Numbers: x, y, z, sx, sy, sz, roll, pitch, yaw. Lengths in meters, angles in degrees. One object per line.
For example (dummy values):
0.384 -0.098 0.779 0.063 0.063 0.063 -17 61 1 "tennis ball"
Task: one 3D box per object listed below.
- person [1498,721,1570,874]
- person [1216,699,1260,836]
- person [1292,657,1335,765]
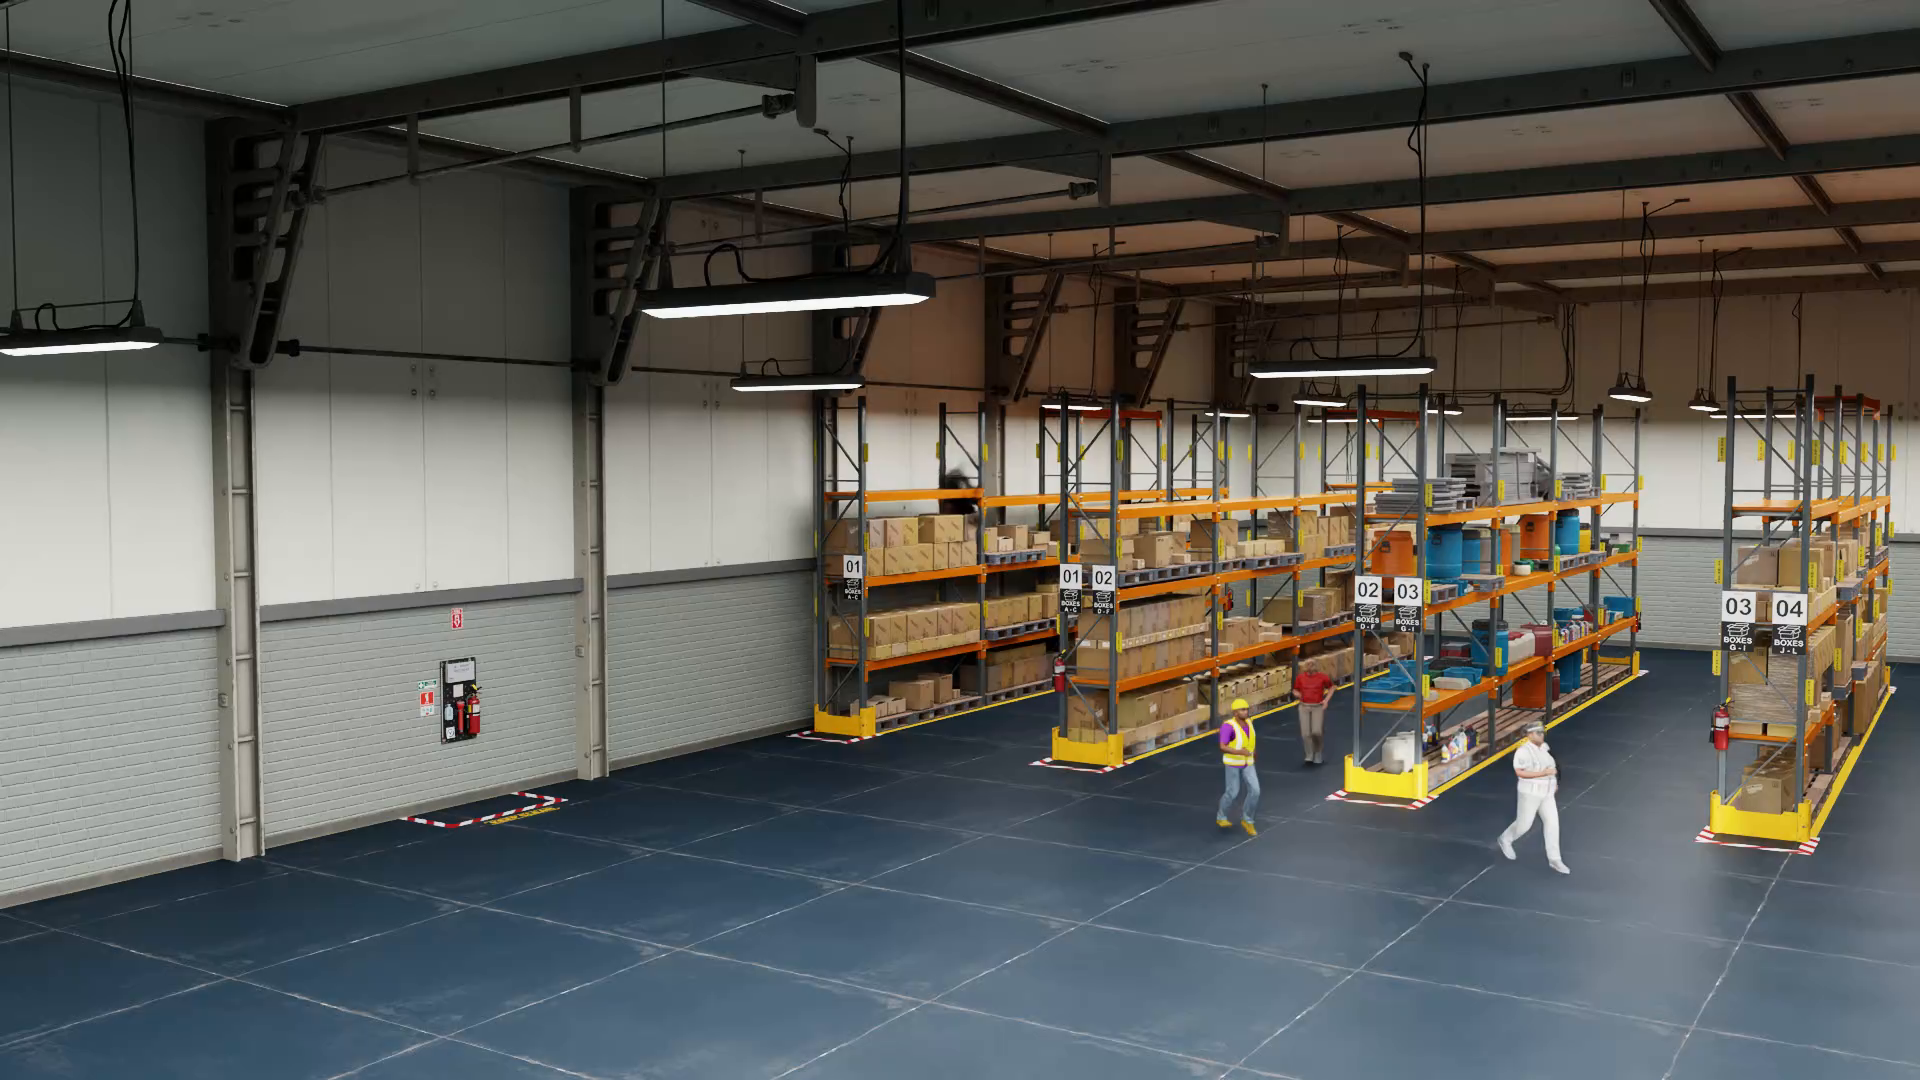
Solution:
6.922 3.041 19.992 0.662 1.768 0.987 -1 3 -25 "person"
3.681 2.993 21.832 0.726 1.839 0.744 -2 3 -31 "person"
5.637 2.757 26.664 0.645 1.733 0.651 1 3 21 "person"
